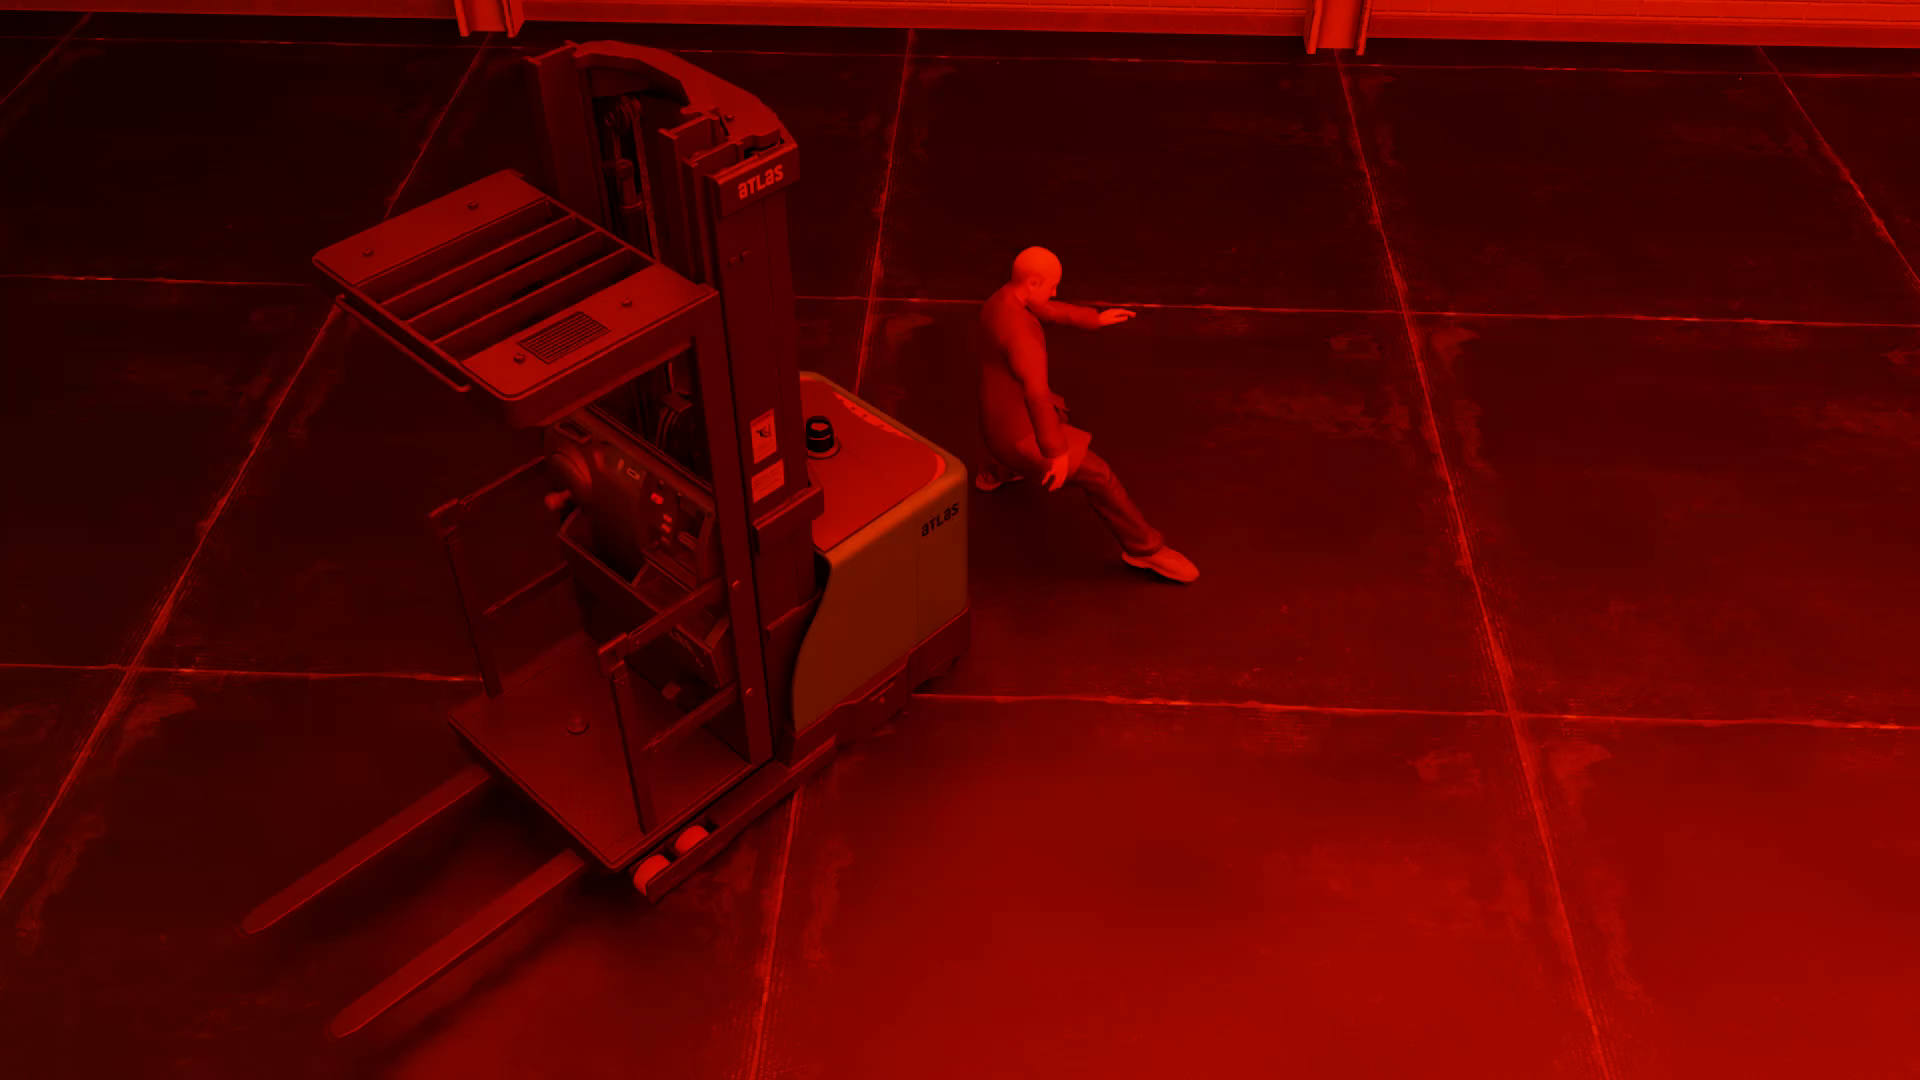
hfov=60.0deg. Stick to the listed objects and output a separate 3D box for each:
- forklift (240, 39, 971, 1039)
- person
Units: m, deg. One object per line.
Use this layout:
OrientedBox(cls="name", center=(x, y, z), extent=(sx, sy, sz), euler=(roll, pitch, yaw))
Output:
OrientedBox(cls="forklift", center=(-1.335, -0.098, 5.850), extent=(1.130, 2.935, 3.031), euler=(33, 52, 31))
OrientedBox(cls="person", center=(0.571, -0.601, 7.462), extent=(1.005, 1.540, 1.057), euler=(-3, 43, -4))
